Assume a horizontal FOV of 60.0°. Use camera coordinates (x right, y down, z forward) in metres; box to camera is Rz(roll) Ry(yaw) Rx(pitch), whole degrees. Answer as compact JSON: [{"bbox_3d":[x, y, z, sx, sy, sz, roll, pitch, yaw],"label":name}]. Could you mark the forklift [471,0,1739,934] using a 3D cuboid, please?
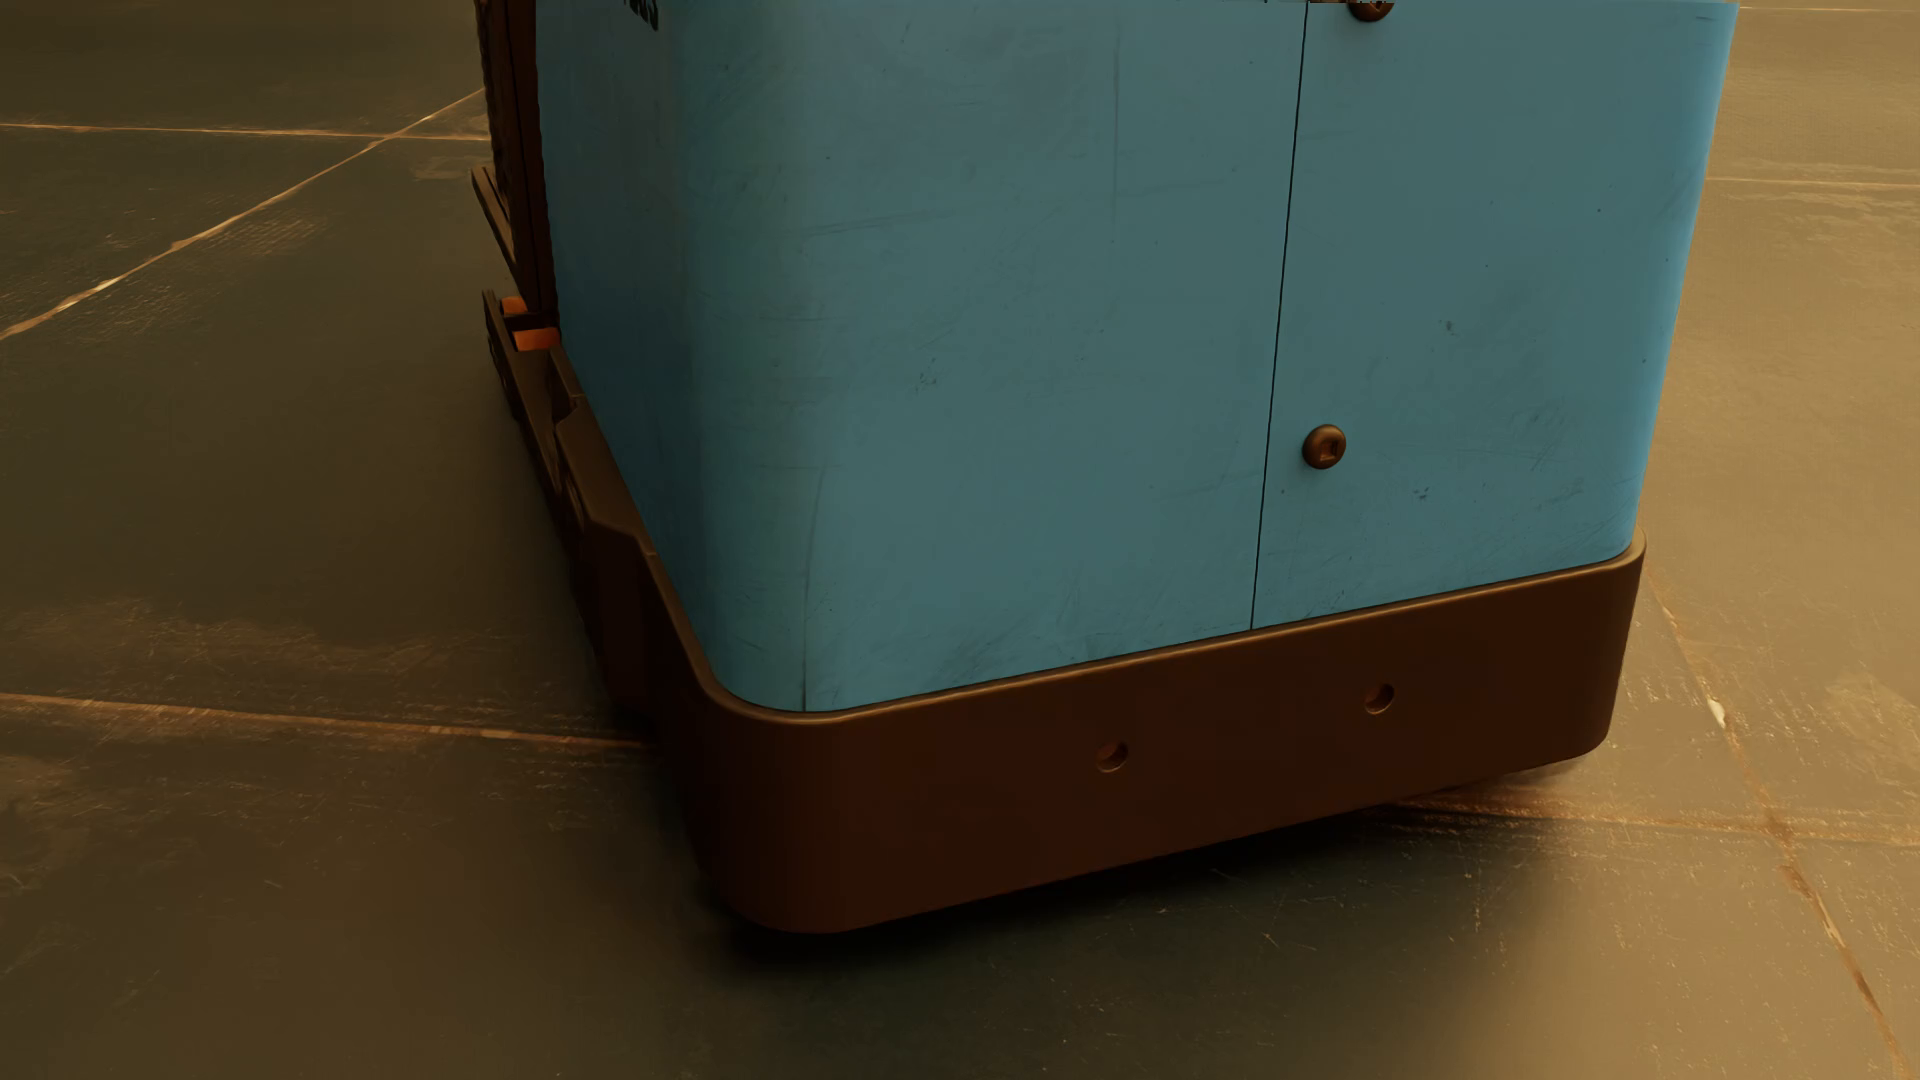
[{"bbox_3d":[-0.238,-1.572,2.369,1.130,2.935,3.031,-9,28,-18],"label":"forklift"}]
